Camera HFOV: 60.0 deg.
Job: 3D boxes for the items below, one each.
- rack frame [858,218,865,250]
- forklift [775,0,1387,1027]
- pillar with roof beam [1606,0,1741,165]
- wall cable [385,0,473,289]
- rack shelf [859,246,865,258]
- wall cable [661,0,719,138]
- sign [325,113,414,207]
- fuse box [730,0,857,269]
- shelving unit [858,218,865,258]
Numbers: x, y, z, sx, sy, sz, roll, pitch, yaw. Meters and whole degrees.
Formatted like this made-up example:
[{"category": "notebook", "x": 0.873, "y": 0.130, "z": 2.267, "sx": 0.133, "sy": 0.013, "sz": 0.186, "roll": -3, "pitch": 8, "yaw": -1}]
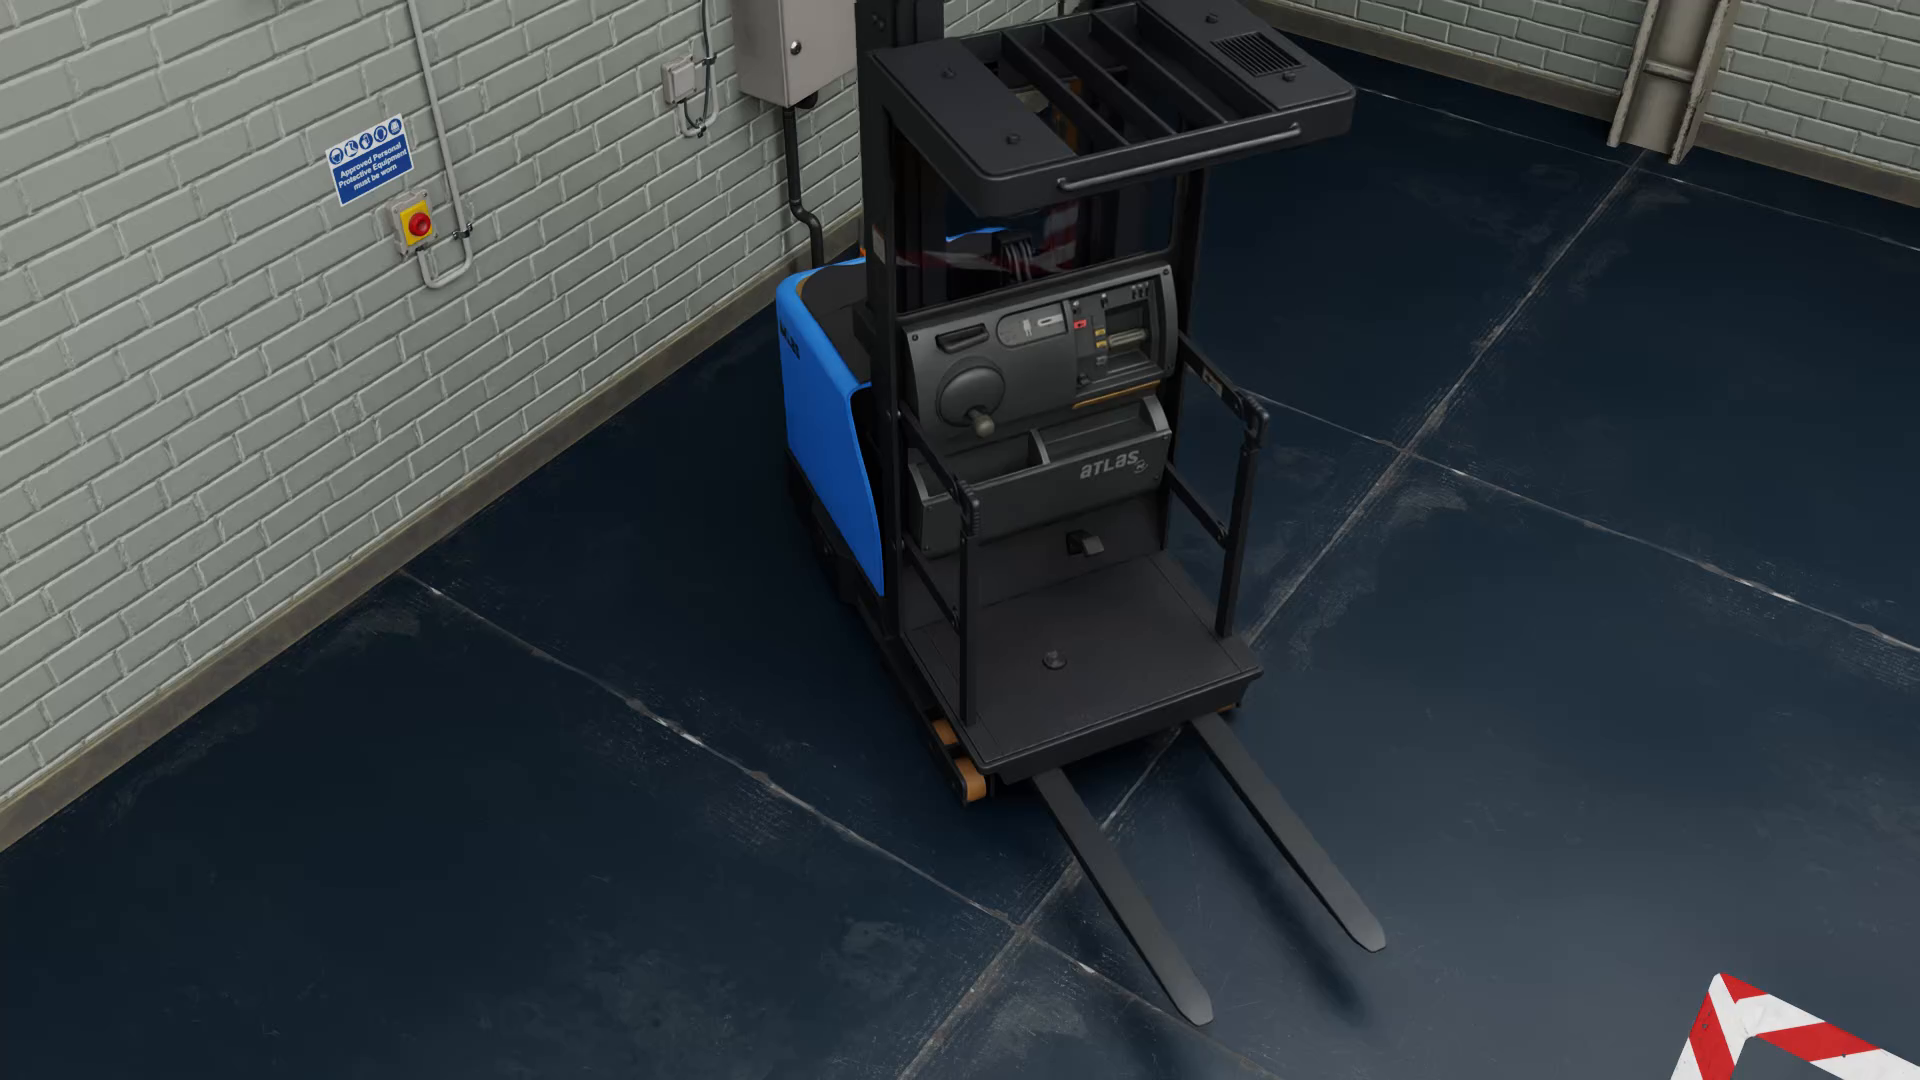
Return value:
[{"category": "rack frame", "x": -0.312, "y": -0.909, "z": 6.978, "sx": 0.200, "sy": 1.050, "sz": 0.008, "roll": -17, "pitch": 45, "yaw": -18}, {"category": "forklift", "x": 0.363, "y": -0.520, "z": 5.133, "sx": 1.130, "sy": 2.935, "sz": 3.031, "roll": -17, "pitch": 45, "yaw": -18}, {"category": "pillar with roof beam", "x": 1.348, "y": -3.197, "z": 3.574, "sx": 0.400, "sy": 9.000, "sz": 9.100, "roll": 25, "pitch": 48, "yaw": 25}, {"category": "wall cable", "x": -1.967, "y": -1.612, "z": 5.517, "sx": 0.123, "sy": 1.953, "sz": 0.585, "roll": 25, "pitch": 48, "yaw": 25}, {"category": "rack shelf", "x": -0.261, "y": -1.039, "z": 6.714, "sx": 0.215, "sy": 0.259, "sz": 0.240, "roll": -17, "pitch": 45, "yaw": -18}, {"category": "wall cable", "x": -1.162, "y": -2.379, "z": 6.397, "sx": 0.122, "sy": 1.984, "sz": 0.588, "roll": 25, "pitch": 48, "yaw": 25}, {"category": "sign", "x": -2.045, "y": -1.319, "z": 5.772, "sx": 0.001, "sy": 0.218, "sz": 0.327, "roll": 25, "pitch": 48, "yaw": 25}, {"category": "fuse box", "x": -0.641, "y": -1.833, "z": 7.515, "sx": 0.414, "sy": 1.711, "sz": 0.539, "roll": 25, "pitch": 48, "yaw": 25}, {"category": "shelving unit", "x": -0.261, "y": -0.835, "z": 6.896, "sx": 0.215, "sy": 1.050, "sz": 0.252, "roll": -17, "pitch": 45, "yaw": -18}]
